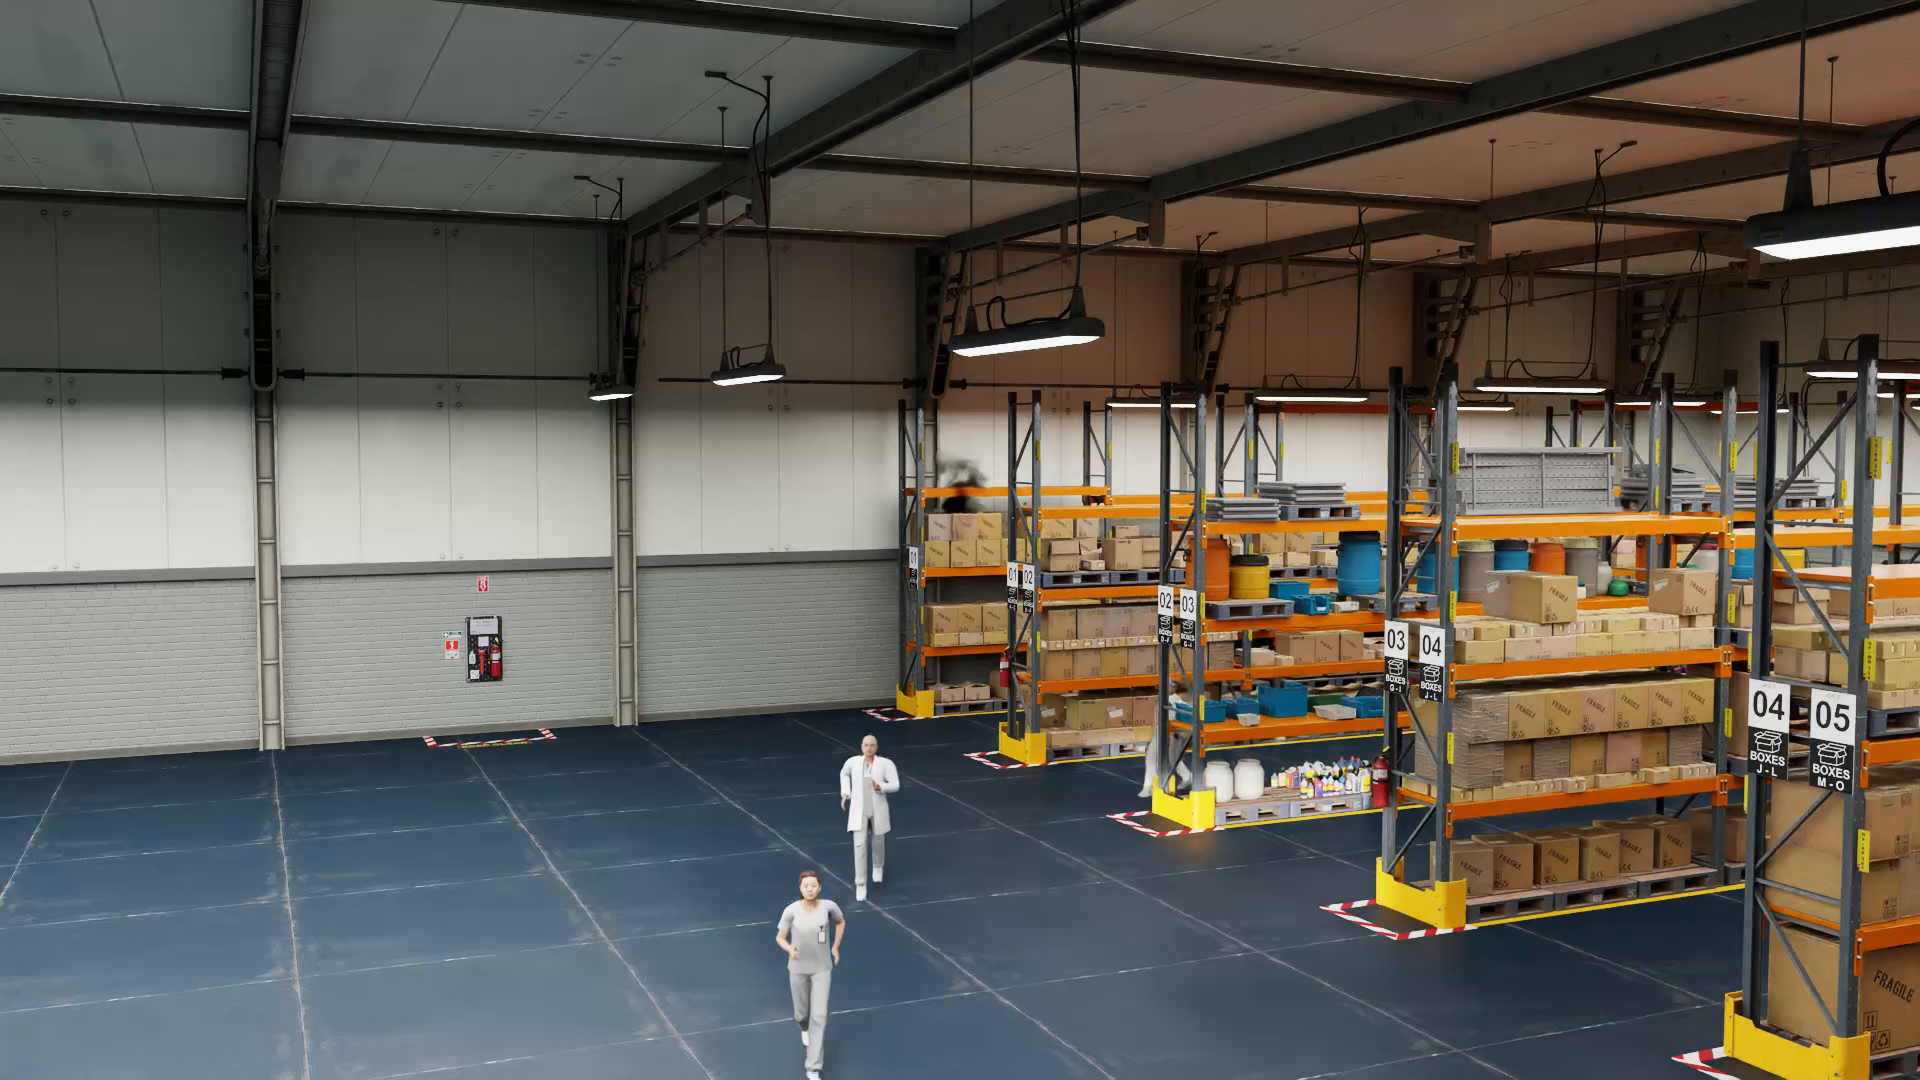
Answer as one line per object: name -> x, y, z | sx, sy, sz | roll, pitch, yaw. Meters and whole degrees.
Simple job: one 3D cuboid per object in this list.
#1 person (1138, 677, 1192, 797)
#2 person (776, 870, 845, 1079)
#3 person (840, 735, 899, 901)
person -> 3.085, 2.881, 24.318 | 0.909, 1.801, 0.683 | -2, 4, -28
person -> -1.220, 3.524, 13.615 | 0.568, 1.663, 0.923 | 0, 3, -5
person -> -1.039, 3.174, 19.052 | 0.695, 1.694, 0.997 | 0, 3, 0
